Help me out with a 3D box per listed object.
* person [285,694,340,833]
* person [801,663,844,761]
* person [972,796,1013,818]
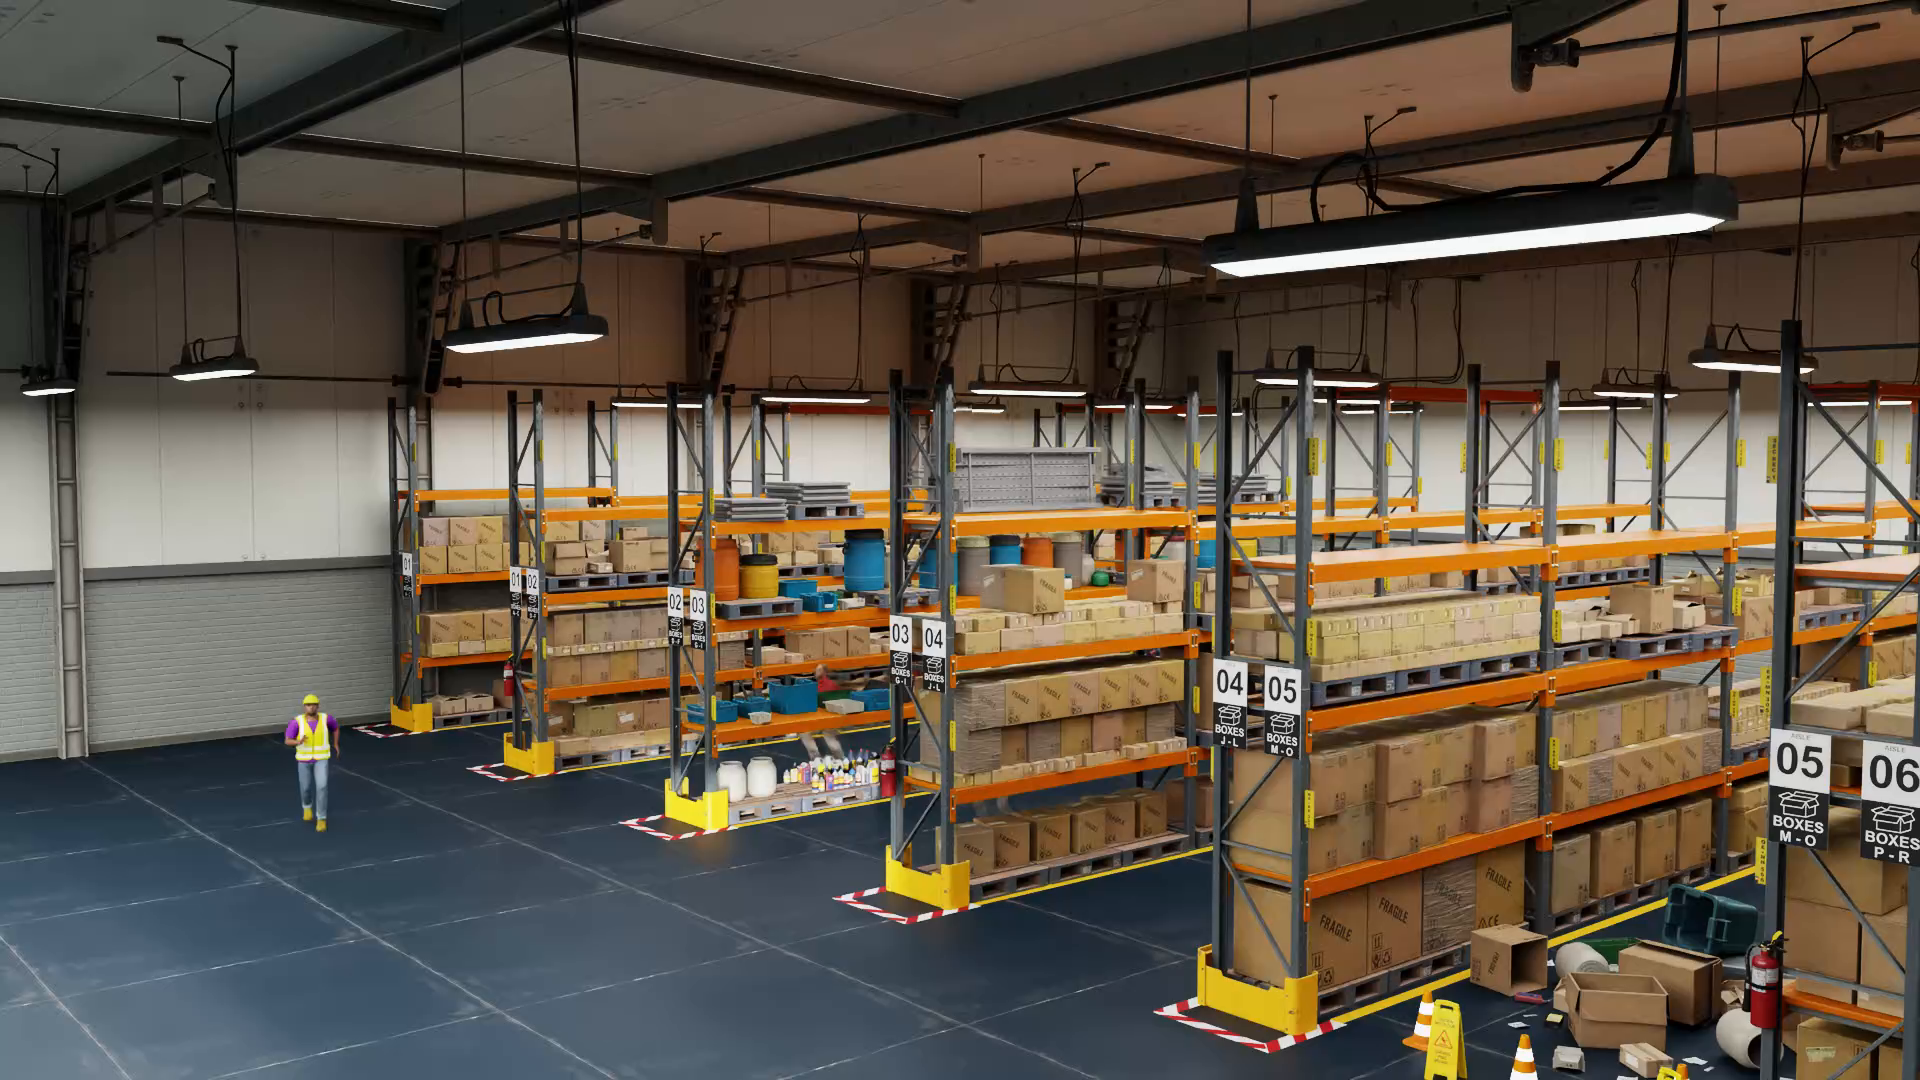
[{"bbox_3d":[-8.677,2.953,22.292,0.690,1.779,0.939,-1,4,-22],"label":"person"},{"bbox_3d":[-2.114,2.808,26.051,0.641,1.759,0.784,3,5,45],"label":"person"},{"bbox_3d":[0.434,3.073,21.423,0.701,1.732,0.582,-3,5,-43],"label":"person"}]
